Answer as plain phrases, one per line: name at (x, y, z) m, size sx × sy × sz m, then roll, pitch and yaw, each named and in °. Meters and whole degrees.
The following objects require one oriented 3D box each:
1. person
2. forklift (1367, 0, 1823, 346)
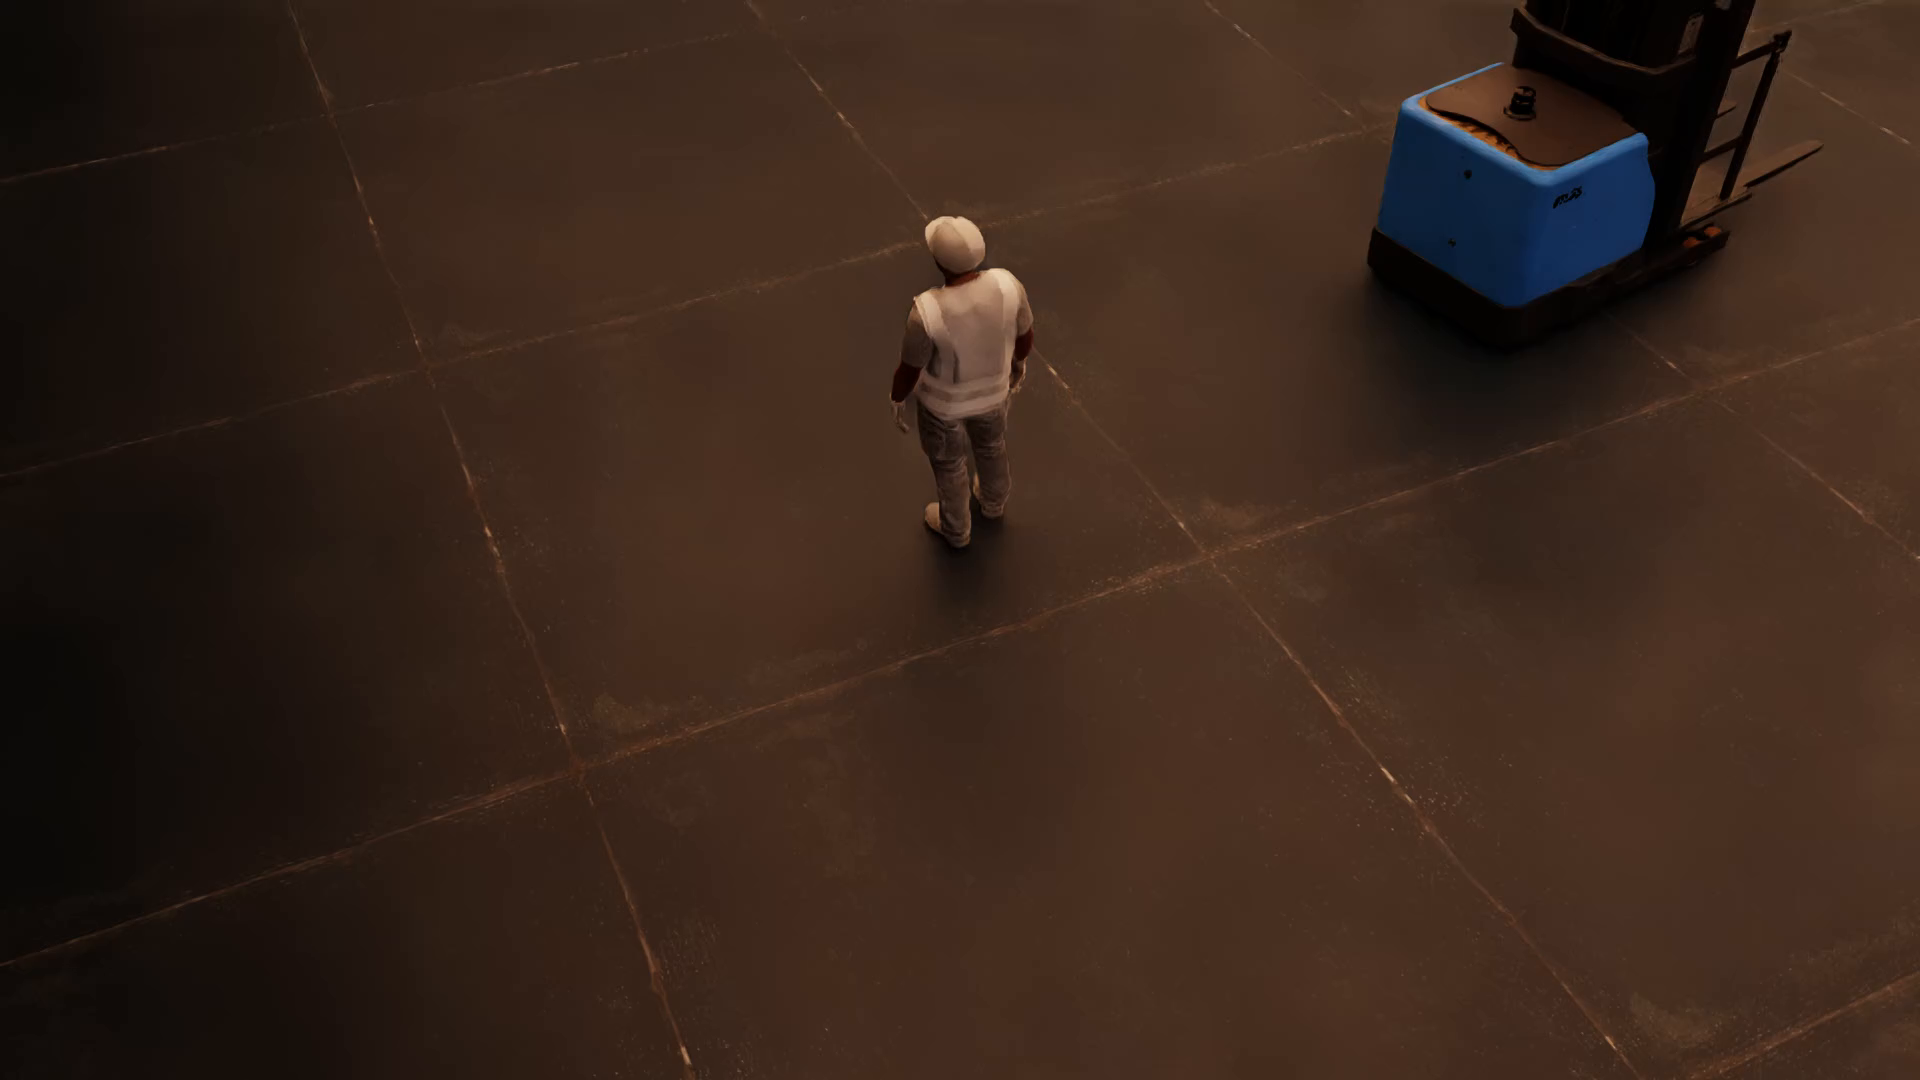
person at (-0.023, -0.704, 7.266) m, size 0.655 × 1.782 × 0.576 m, roll -18°, pitch 46°, yaw -18°
forklift at (3.802, -2.905, 8.793) m, size 3.031 × 2.935 × 1.130 m, roll -26°, pitch 49°, yaw -25°
